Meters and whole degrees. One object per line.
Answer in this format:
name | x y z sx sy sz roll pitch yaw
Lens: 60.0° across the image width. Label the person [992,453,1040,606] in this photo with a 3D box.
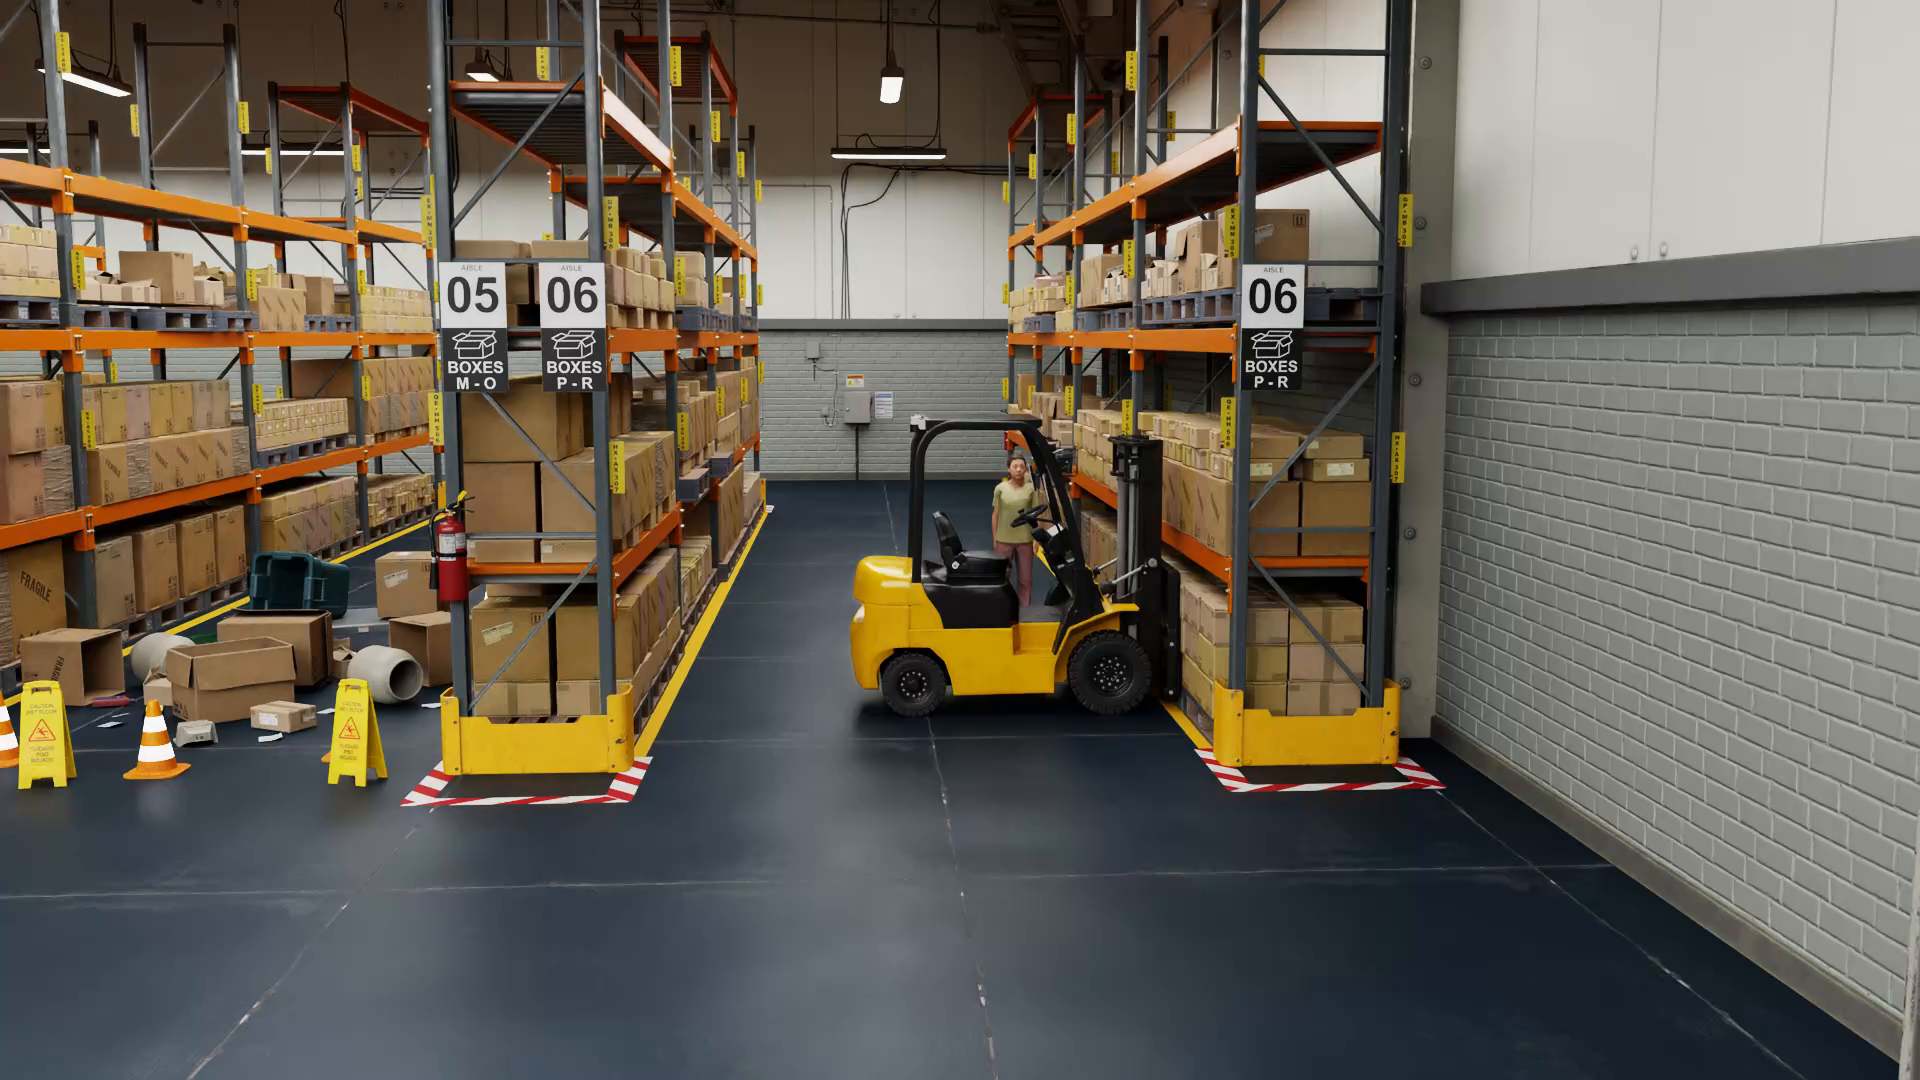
person | 0.525 0.059 15.496 0.448 1.731 0.401 0 7 -3
